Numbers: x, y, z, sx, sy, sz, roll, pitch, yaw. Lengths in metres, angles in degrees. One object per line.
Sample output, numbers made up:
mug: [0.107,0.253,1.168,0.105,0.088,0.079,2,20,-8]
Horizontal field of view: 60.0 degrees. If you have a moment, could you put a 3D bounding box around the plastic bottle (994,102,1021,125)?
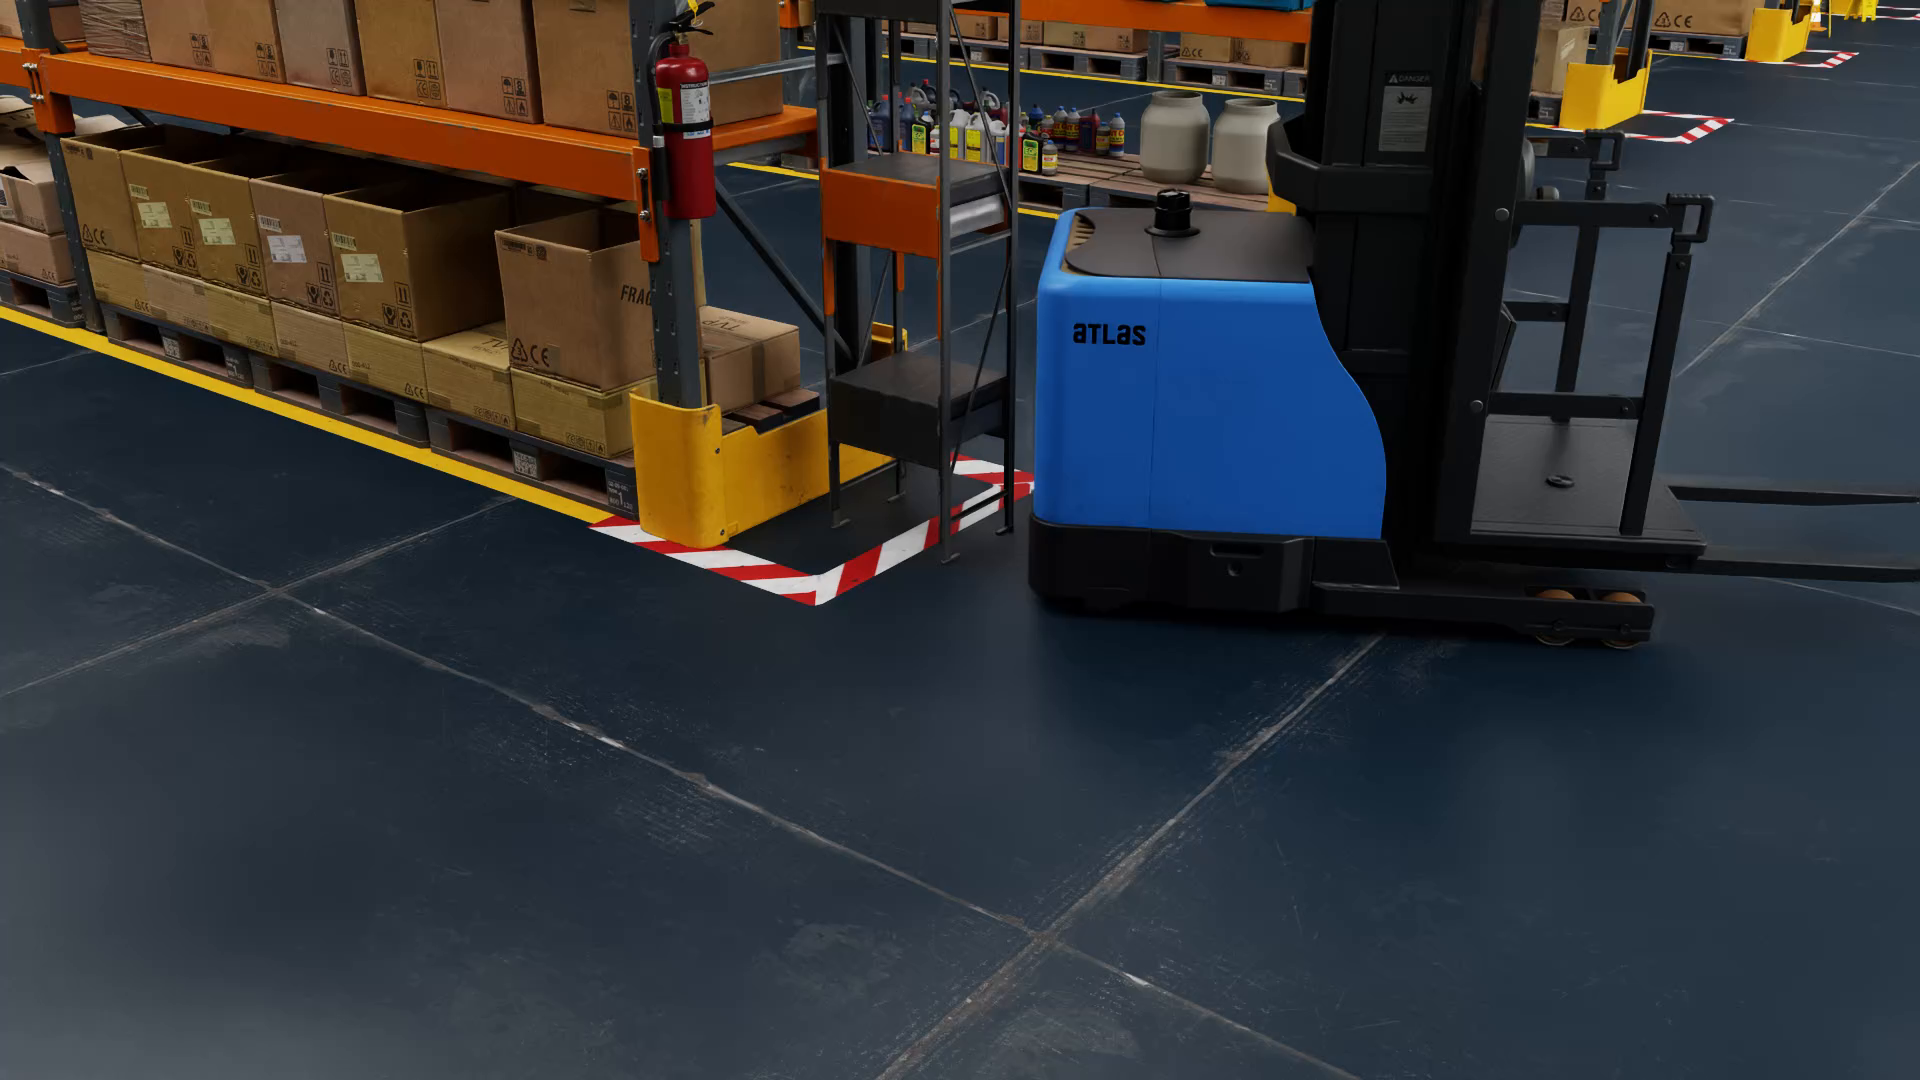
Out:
plastic bottle: [0.319,-2.859,11.350,0.135,0.276,0.152,17,29,34]

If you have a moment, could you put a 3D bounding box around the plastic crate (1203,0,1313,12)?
plastic crate: [1.712,-3.121,9.297,0.616,0.251,0.499,17,29,33]

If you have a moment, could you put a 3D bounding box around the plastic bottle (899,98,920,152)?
plastic bottle: [-0.361,-2.746,11.002,0.185,0.351,0.144,15,28,31]

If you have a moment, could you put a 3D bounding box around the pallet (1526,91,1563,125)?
pallet: [4.573,-3.712,13.914,1.213,0.211,1.003,17,29,33]

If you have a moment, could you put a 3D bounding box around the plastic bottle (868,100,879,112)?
plastic bottle: [-0.578,-2.837,11.291,0.133,0.283,0.061,17,29,33]

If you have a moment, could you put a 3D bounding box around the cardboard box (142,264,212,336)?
cardboard box: [-3.296,-1.136,7.497,0.500,0.250,0.500,17,29,33]

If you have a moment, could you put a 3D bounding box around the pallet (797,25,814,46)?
pallet: [-1.725,-5.636,18.279,1.213,0.211,1.003,17,29,33]

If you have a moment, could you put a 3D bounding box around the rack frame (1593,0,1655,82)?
rack frame: [5.263,-4.762,12.838,0.127,3.000,1.000,17,29,33]

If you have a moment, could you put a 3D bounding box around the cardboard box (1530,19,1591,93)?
cardboard box: [4.773,-3.967,13.613,0.500,0.500,0.500,-20,31,-38]

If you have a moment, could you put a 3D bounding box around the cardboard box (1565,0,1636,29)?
cardboard box: [7.031,-5.913,17.564,0.875,0.875,0.875,16,29,32]

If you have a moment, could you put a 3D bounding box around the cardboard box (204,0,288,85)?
cardboard box: [-2.699,-2.227,6.960,0.500,0.500,0.700,17,29,34]

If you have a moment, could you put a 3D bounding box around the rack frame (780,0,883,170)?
rack frame: [-0.909,-4.132,11.407,0.127,3.000,1.000,17,29,33]

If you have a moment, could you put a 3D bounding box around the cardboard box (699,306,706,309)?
cardboard box: [-1.380,-0.822,6.785,0.500,0.250,0.500,17,29,33]

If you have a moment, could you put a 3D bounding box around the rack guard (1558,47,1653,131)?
rack guard: [5.202,-3.637,13.384,0.348,0.500,1.175,17,29,33]

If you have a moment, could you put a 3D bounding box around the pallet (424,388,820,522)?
pallet: [-1.319,-0.462,6.538,1.213,0.211,1.003,17,29,33]

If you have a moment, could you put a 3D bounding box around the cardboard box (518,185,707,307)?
cardboard box: [-1.379,-1.166,6.635,0.500,0.500,0.500,17,29,33]

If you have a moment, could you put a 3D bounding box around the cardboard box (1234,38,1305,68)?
cardboard box: [2.821,-4.532,14.895,0.500,0.500,0.500,-16,28,-31]

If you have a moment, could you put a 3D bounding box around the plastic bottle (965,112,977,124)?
plastic bottle: [0.048,-2.663,10.906,0.135,0.276,0.152,17,29,33]

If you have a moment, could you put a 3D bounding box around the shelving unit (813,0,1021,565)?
shelving unit: [-0.132,-1.001,5.417,0.503,2.100,0.431,17,29,33]

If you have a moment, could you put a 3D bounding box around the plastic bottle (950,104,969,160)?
plastic bottle: [-0.020,-2.643,10.768,0.185,0.351,0.144,17,29,33]

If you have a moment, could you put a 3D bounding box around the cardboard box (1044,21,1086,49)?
cardboard box: [1.213,-5.064,16.077,0.500,0.500,0.700,17,29,33]

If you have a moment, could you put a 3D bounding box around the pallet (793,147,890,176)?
pallet: [-0.396,-2.680,11.570,1.213,0.211,1.003,17,29,33]

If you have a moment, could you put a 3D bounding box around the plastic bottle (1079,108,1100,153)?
plastic bottle: [0.858,-2.722,11.031,0.133,0.283,0.061,17,29,34]

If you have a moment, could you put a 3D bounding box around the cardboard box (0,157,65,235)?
cardboard box: [-4.378,-1.730,8.151,0.500,0.311,0.500,17,29,33]

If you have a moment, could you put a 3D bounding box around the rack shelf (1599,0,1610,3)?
rack shelf: [3.662,-4.917,14.081,4.000,0.370,1.077,17,29,33]

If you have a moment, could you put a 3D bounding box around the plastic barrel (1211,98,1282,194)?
plastic barrel: [1.720,-2.352,9.934,0.421,0.512,0.421,0,24,0]

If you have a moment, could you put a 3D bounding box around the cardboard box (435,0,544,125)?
cardboard box: [-1.471,-1.855,6.117,0.500,0.500,0.700,18,29,35]

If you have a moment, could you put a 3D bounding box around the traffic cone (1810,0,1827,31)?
traffic cone: [9.695,-6.046,18.899,0.334,0.463,0.336,17,29,33]

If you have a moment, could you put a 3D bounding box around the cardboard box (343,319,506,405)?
cardboard box: [-2.096,-0.773,6.673,0.500,0.250,0.500,17,29,33]

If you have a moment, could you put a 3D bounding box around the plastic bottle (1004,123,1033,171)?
plastic bottle: [0.374,-2.492,10.517,0.135,0.276,0.152,17,29,34]

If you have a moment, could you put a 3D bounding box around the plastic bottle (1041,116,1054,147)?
plastic bottle: [0.595,-2.755,11.208,0.097,0.201,0.097,0,24,0]

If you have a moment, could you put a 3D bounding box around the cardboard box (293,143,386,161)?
cardboard box: [-2.585,-1.525,7.451,0.500,0.500,0.500,17,29,33]

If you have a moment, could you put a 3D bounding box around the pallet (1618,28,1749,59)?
pallet: [7.631,-5.230,17.359,1.213,0.211,1.003,17,29,33]

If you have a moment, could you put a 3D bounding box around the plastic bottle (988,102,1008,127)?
plastic bottle: [0.256,-2.828,11.270,0.133,0.283,0.061,17,29,33]

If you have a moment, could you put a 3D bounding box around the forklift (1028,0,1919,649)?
forklift: [1.770,-1.240,4.930,3.031,2.935,1.130,3,24,6]

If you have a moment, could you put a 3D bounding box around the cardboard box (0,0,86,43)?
cardboard box: [-4.303,-2.571,8.050,0.500,0.250,0.500,19,30,36]

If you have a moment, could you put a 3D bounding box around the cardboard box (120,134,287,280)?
cardboard box: [-3.294,-1.480,7.348,0.500,0.500,0.500,17,29,33]

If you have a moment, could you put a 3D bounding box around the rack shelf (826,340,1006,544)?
rack shelf: [-0.132,-0.348,5.705,0.480,0.518,0.431,17,29,33]

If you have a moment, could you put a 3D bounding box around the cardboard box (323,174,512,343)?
cardboard box: [-2.098,-1.115,6.519,0.500,0.500,0.500,17,29,33]

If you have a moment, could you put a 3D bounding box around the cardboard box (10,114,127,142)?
cardboard box: [-4.876,-2.153,9.109,0.500,0.311,0.500,16,28,32]

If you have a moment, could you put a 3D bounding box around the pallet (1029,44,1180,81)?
pallet: [1.438,-4.641,16.022,1.213,0.211,1.003,17,29,33]

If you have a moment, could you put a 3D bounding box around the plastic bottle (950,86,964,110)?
plastic bottle: [-0.067,-3.012,11.605,0.185,0.351,0.144,15,28,31]

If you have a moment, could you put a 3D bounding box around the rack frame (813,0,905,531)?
rack frame: [-0.328,-1.060,5.551,0.015,2.100,0.400,17,29,33]

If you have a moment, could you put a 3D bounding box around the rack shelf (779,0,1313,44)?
rack shelf: [0.692,-3.319,10.454,4.000,0.370,1.077,17,29,33]

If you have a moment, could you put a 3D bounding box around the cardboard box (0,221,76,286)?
cardboard box: [-4.388,-1.475,8.267,0.500,0.250,0.500,16,29,33]

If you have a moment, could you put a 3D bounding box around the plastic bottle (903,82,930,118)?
plastic bottle: [-0.307,-3.011,11.604,0.185,0.351,0.144,17,29,33]

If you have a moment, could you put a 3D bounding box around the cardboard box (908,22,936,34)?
cardboard box: [-0.139,-5.469,16.996,0.500,0.500,0.700,14,27,29]
